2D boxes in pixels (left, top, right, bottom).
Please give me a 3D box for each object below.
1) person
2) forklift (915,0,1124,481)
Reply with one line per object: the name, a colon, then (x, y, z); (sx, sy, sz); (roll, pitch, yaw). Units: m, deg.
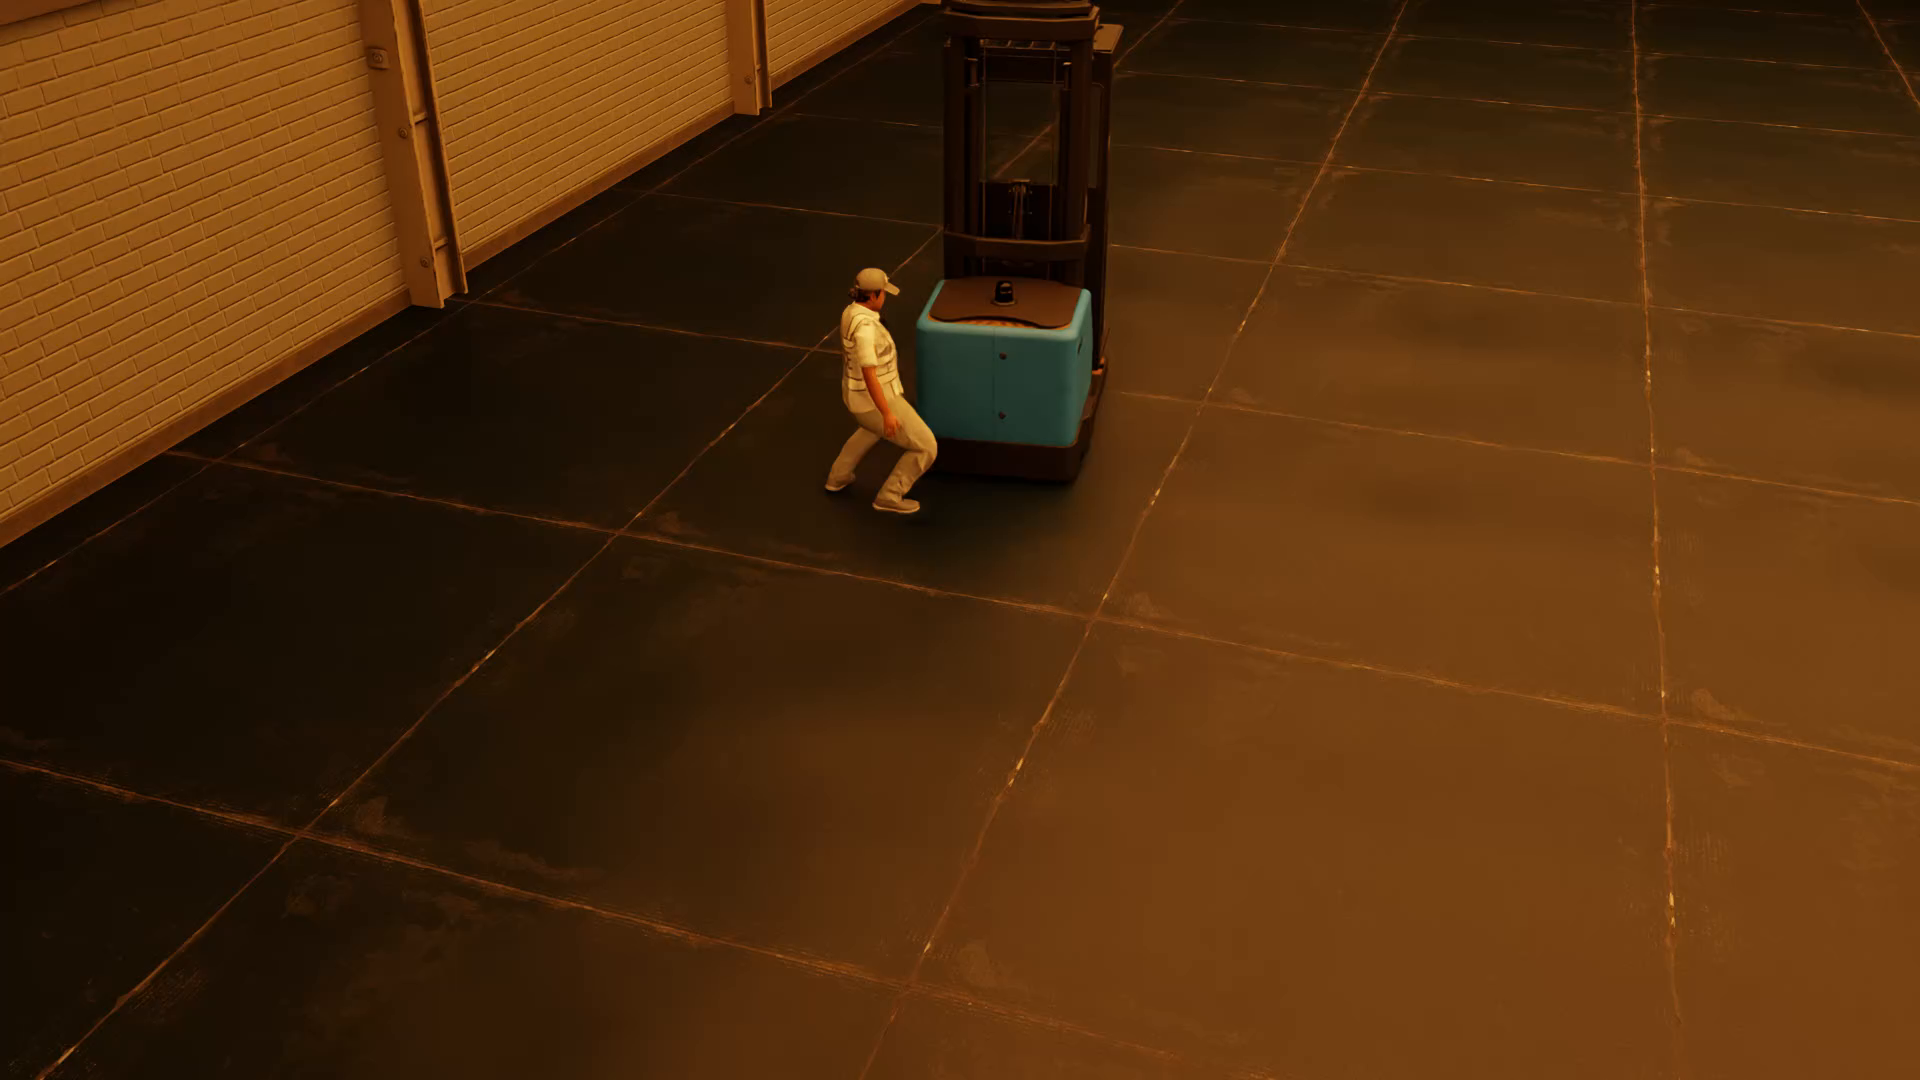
person: (-0.509, -0.906, 10.157); (0.626, 1.559, 0.878); (-6, 30, -11)
forklift: (0.478, -2.363, 11.282); (1.130, 2.935, 3.031); (5, 30, 9)
